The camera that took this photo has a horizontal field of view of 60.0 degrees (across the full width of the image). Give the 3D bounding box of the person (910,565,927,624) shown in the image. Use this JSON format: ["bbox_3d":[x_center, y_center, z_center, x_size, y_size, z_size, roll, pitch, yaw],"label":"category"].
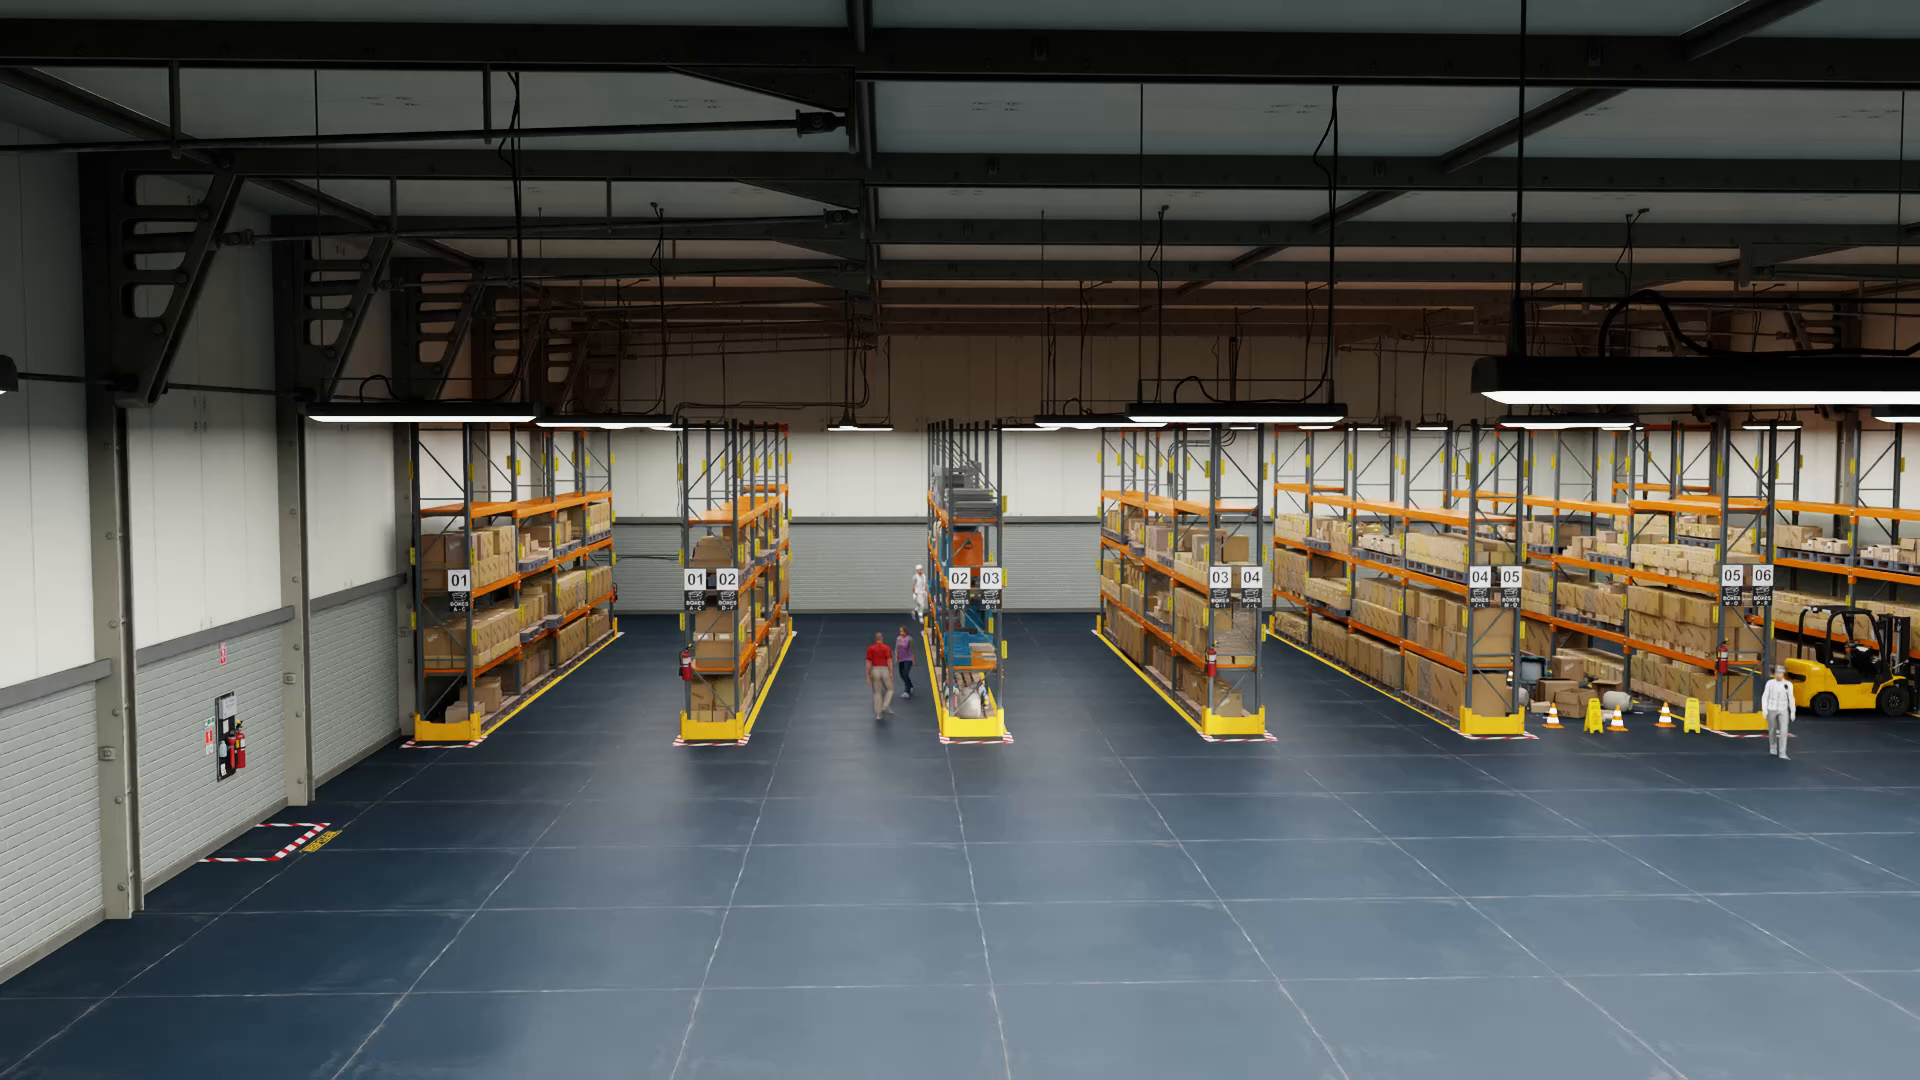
[{"bbox_3d":[-1.237,1.624,50.004,0.759,1.774,0.544,3,5,40],"label":"person"}]

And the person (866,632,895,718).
[{"bbox_3d":[-1.599,2.720,33.394,0.595,1.716,0.495,0,4,6],"label":"person"}]

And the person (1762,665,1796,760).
[{"bbox_3d":[14.404,3.013,29.282,0.536,1.630,0.954,2,4,31],"label":"person"}]

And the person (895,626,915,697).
[{"bbox_3d":[-1.171,2.633,36.266,0.461,1.544,0.775,3,5,36],"label":"person"}]
